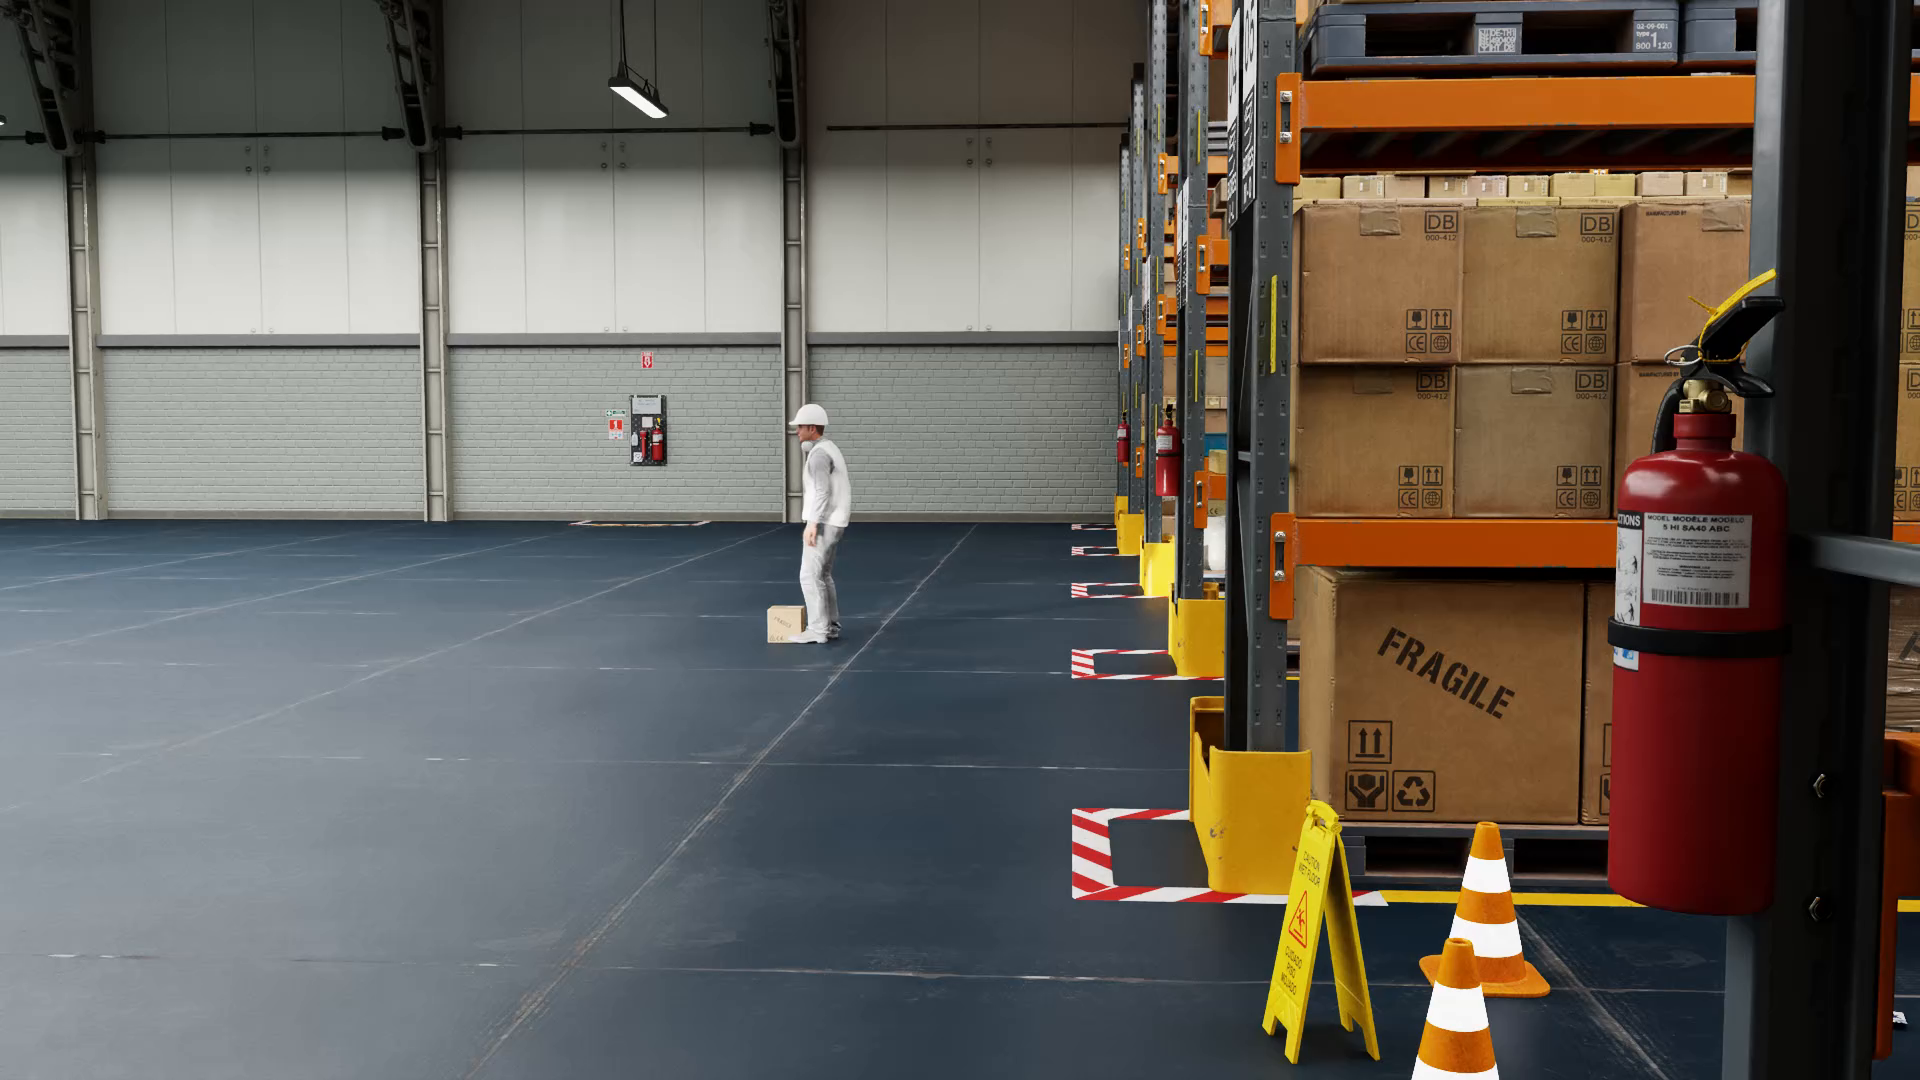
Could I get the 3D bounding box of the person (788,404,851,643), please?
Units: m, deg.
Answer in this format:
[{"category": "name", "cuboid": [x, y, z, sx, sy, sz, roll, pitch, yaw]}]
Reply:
[{"category": "person", "cuboid": [-1.048, -0.125, 12.430, 0.466, 1.770, 0.591, 0, 4, 1]}]
